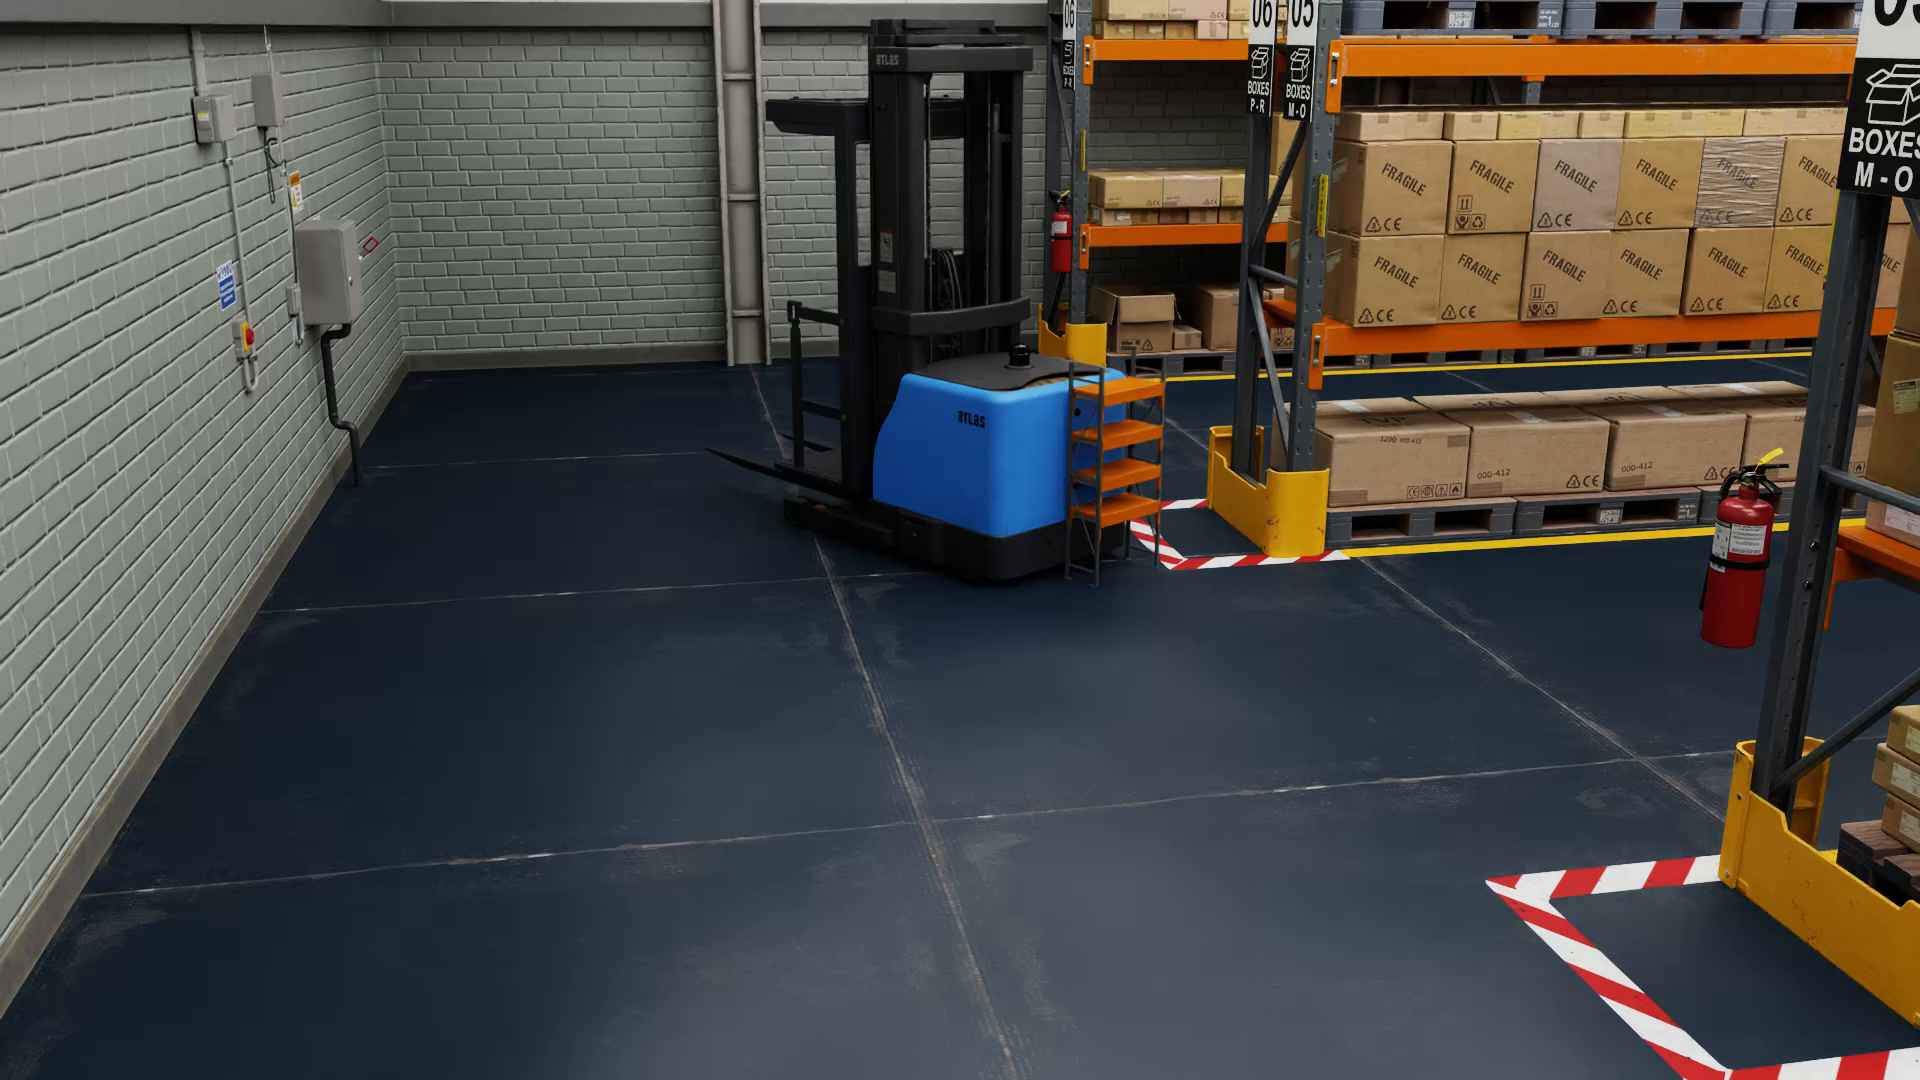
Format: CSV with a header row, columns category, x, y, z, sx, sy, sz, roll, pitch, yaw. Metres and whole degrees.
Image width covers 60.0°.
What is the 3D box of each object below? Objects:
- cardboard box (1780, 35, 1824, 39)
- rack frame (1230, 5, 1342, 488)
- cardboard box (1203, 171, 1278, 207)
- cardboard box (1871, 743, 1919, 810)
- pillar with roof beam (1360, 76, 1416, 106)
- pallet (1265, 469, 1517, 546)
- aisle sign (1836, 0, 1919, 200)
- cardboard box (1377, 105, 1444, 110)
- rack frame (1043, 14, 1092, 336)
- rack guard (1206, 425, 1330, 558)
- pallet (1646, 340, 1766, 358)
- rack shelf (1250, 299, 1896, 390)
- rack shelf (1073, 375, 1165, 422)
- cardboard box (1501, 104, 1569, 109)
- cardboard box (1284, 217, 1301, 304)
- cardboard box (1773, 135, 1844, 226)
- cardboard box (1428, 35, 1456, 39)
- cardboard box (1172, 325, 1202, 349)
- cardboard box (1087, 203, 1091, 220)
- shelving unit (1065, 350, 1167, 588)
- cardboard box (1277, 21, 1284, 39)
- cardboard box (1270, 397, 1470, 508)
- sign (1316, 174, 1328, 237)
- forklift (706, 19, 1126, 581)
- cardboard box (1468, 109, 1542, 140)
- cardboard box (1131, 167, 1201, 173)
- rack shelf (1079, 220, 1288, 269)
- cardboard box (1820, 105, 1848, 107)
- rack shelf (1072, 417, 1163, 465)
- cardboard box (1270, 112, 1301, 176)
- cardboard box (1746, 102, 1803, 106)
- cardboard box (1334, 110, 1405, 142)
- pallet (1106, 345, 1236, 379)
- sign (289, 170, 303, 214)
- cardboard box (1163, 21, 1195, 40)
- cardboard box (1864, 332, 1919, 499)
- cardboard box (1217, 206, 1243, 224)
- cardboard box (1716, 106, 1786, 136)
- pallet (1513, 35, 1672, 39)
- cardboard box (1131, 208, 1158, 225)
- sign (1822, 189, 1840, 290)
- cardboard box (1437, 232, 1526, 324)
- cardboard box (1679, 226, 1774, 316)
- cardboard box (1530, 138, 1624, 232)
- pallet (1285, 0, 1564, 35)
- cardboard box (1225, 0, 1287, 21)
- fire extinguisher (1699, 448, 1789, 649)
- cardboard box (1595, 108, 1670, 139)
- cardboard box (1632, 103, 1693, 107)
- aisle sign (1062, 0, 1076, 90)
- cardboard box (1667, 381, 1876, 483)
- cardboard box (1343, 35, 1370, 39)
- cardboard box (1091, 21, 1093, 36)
category,x,y,z,sx,sy,sz,roll,pitch,yaw
cardboard box,7.316,-4.590,14.793,0.500,0.250,0.500,-3,17,-10
rack frame,1.849,-1.506,9.606,0.127,3.000,1.000,-3,17,-10
cardboard box,2.392,-3.012,14.258,0.500,0.250,0.500,-4,17,-11
cardboard box,3.351,0.824,5.655,0.250,0.149,0.380,-4,17,-12
pillar with roof beam,4.793,-5.007,10.788,0.400,9.000,9.100,-3,17,-10
pallet,2.619,-0.240,10.234,1.213,0.211,1.003,-3,17,-10
aisle sign,2.759,-1.410,4.865,0.004,0.787,0.394,-3,17,-10
cardboard box,2.645,-2.479,9.797,0.250,0.149,0.380,-3,17,-11
rack frame,0.904,-2.937,14.264,0.127,3.000,1.000,-3,17,-10
rack guard,1.825,-0.310,9.969,0.348,0.500,1.175,-3,17,-10
pallet,6.823,-1.952,15.806,1.213,0.211,1.003,-3,17,-10
rack shelf,3.813,-1.273,10.074,4.000,0.370,1.077,-3,17,-10
rack shelf,0.843,-0.764,8.916,0.480,0.148,0.258,-15,23,-40
cardboard box,3.406,-2.506,9.885,0.250,0.149,0.380,-3,17,-9
cardboard box,2.272,-1.657,9.927,0.500,0.500,0.500,-3,17,-10
cardboard box,4.866,-2.123,9.741,0.500,0.500,0.500,-3,17,-11
cardboard box,4.028,-4.343,14.161,0.250,0.149,0.380,-3,17,-9
cardboard box,1.947,-1.794,14.683,0.250,0.149,0.380,-4,18,-13
cardboard box,1.178,-2.912,14.613,0.250,0.149,0.380,-3,17,-11
shelving unit,0.843,-0.389,9.032,0.503,1.200,0.258,-15,23,-40
cardboard box,2.519,-4.265,13.908,0.250,0.149,0.380,-3,17,-11
cardboard box,2.478,-0.548,10.134,0.875,0.438,0.875,-4,17,-12
sign,1.948,-1.797,8.945,0.005,0.325,0.100,-3,17,-10
forklift,-0.423,-1.538,9.827,1.130,2.935,3.031,-15,23,-40
cardboard box,3.026,-2.318,9.272,0.250,0.149,0.380,-4,17,-12
cardboard box,1.811,-3.138,14.667,0.500,0.250,0.500,-3,17,-10
rack shelf,2.867,-2.704,14.732,4.000,0.370,1.077,-3,17,-10
cardboard box,5.255,-2.472,9.774,0.250,0.149,0.380,-3,17,-9
rack shelf,0.843,-0.538,8.986,0.480,0.148,0.258,-15,23,-40
cardboard box,2.873,-3.397,14.234,0.500,0.500,0.500,-3,17,-9
cardboard box,4.925,-2.577,10.113,0.250,0.149,0.380,-3,17,-11
cardboard box,2.250,-2.282,9.154,0.250,0.149,0.380,-3,17,-9
pallet,1.761,-1.652,14.833,1.213,0.211,1.003,-3,17,-10
sign,-4.131,-2.166,10.349,0.001,0.242,0.339,-3,17,-10
cardboard box,1.768,-4.233,13.803,0.250,0.149,0.380,-3,17,-10
cardboard box,3.280,-0.374,5.243,0.500,0.500,0.500,-3,17,-9
cardboard box,2.290,-2.821,14.315,0.250,0.149,0.380,-3,17,-10
cardboard box,4.524,-2.418,9.596,0.250,0.149,0.380,-3,17,-11
pallet,5.485,-4.520,14.629,1.003,0.211,1.213,-3,17,-10
cardboard box,1.519,-2.783,14.193,0.250,0.149,0.380,-3,17,-9
sign,2.802,-0.950,5.286,0.005,0.325,0.100,-3,17,-10
cardboard box,2.866,-1.534,9.527,0.500,0.500,0.500,-3,17,-11
cardboard box,4.374,-1.615,9.789,0.500,0.500,0.500,-4,17,-11
cardboard box,3.384,-2.038,9.465,0.500,0.500,0.500,-3,17,-11
pallet,2.575,-2.942,9.323,1.213,0.211,1.003,-3,17,-10
cardboard box,2.391,-4.446,13.819,0.500,0.250,0.500,-4,17,-12
fire extinguisher,2.552,0.012,5.432,0.183,0.674,0.296,-3,17,-10
cardboard box,3.781,-2.356,9.395,0.250,0.149,0.380,-4,17,-12
cardboard box,4.173,-2.536,9.982,0.250,0.149,0.380,-3,17,-11
aisle sign,0.892,-4.091,13.594,0.004,0.787,0.394,-3,17,-10
cardboard box,5.140,-0.701,10.633,0.875,0.438,0.875,-3,17,-11
cardboard box,3.271,-4.308,14.049,0.250,0.149,0.380,-3,17,-10
cardboard box,1.174,-4.335,14.136,0.250,0.149,0.380,-3,17,-9
